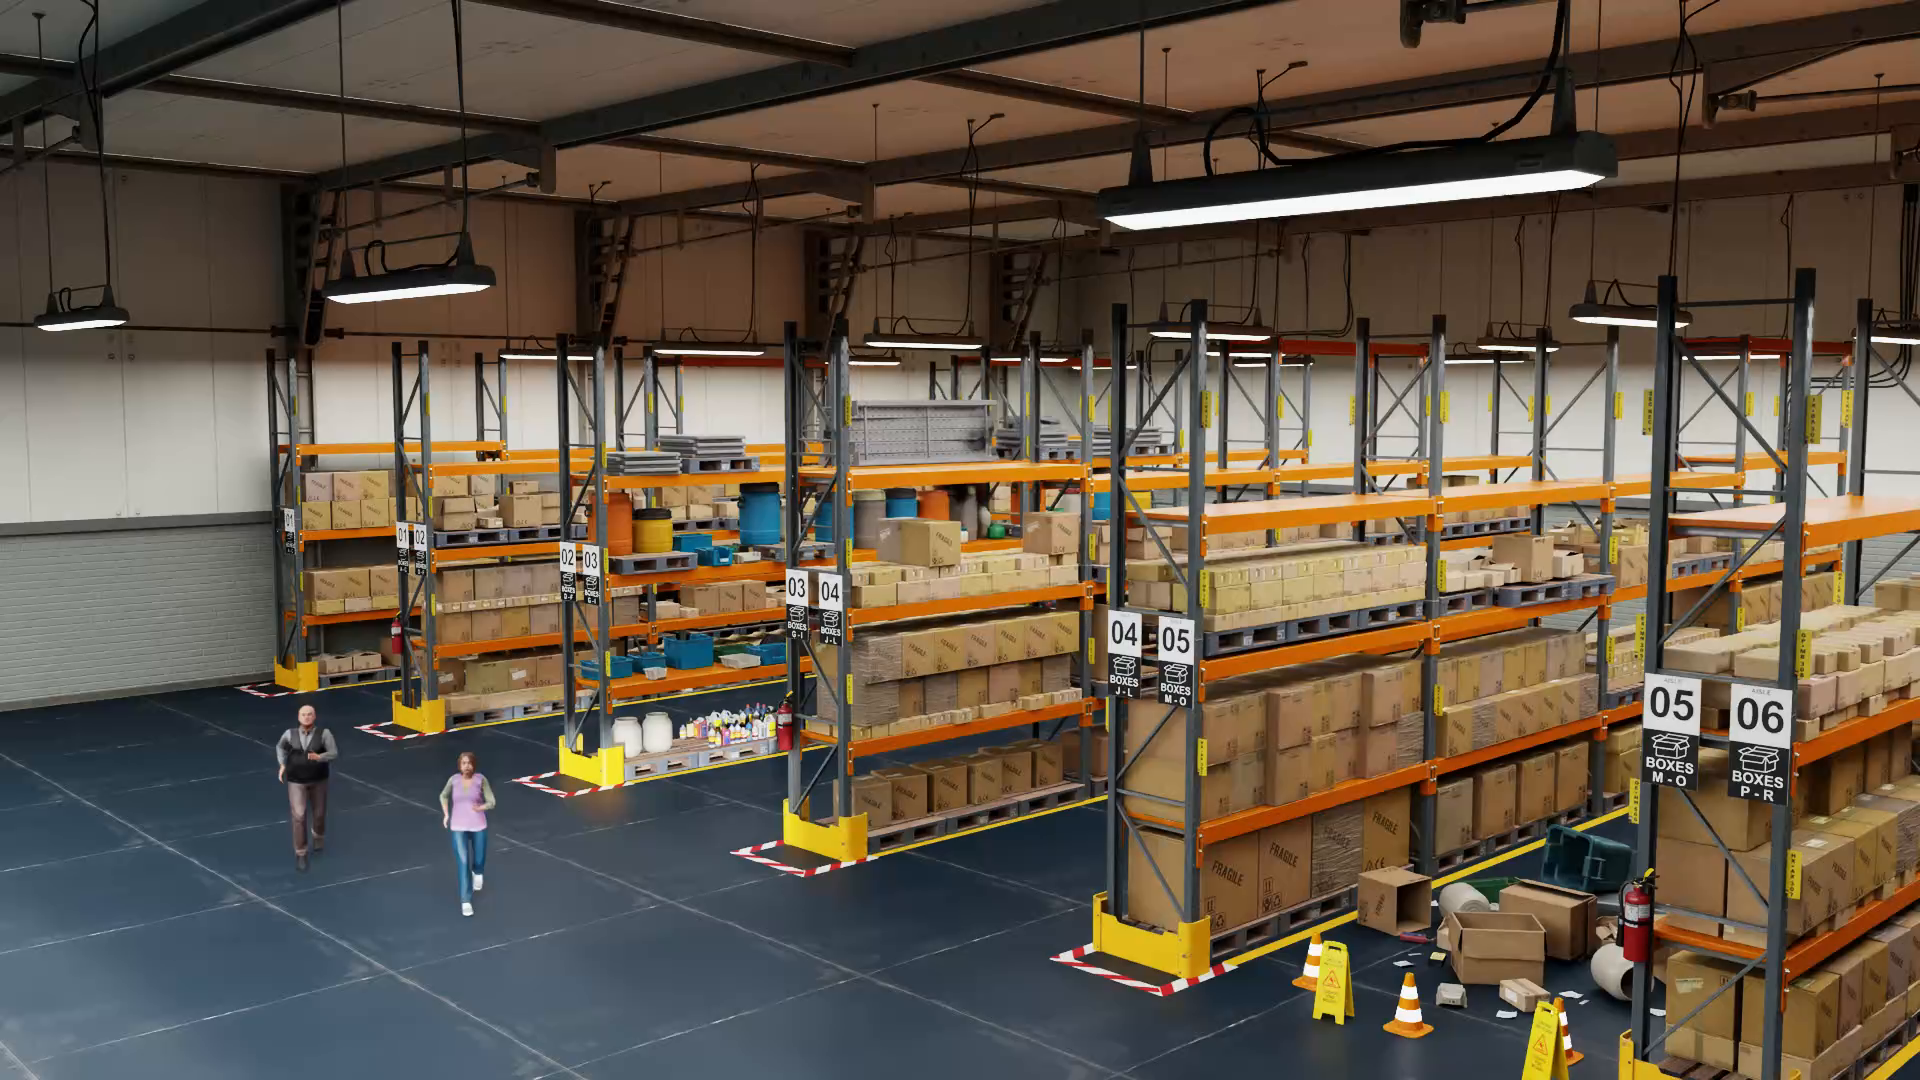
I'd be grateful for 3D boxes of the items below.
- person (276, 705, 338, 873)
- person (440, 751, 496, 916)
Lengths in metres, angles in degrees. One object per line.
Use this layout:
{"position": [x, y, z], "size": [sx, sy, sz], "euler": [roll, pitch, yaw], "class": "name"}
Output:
{"position": [-7.210, 2.701, 18.396], "size": [0.639, 1.756, 0.875], "euler": [-2, 5, -22], "class": "person"}
{"position": [-4.965, 2.912, 16.787], "size": [0.544, 1.575, 0.864], "euler": [-1, 5, -16], "class": "person"}
